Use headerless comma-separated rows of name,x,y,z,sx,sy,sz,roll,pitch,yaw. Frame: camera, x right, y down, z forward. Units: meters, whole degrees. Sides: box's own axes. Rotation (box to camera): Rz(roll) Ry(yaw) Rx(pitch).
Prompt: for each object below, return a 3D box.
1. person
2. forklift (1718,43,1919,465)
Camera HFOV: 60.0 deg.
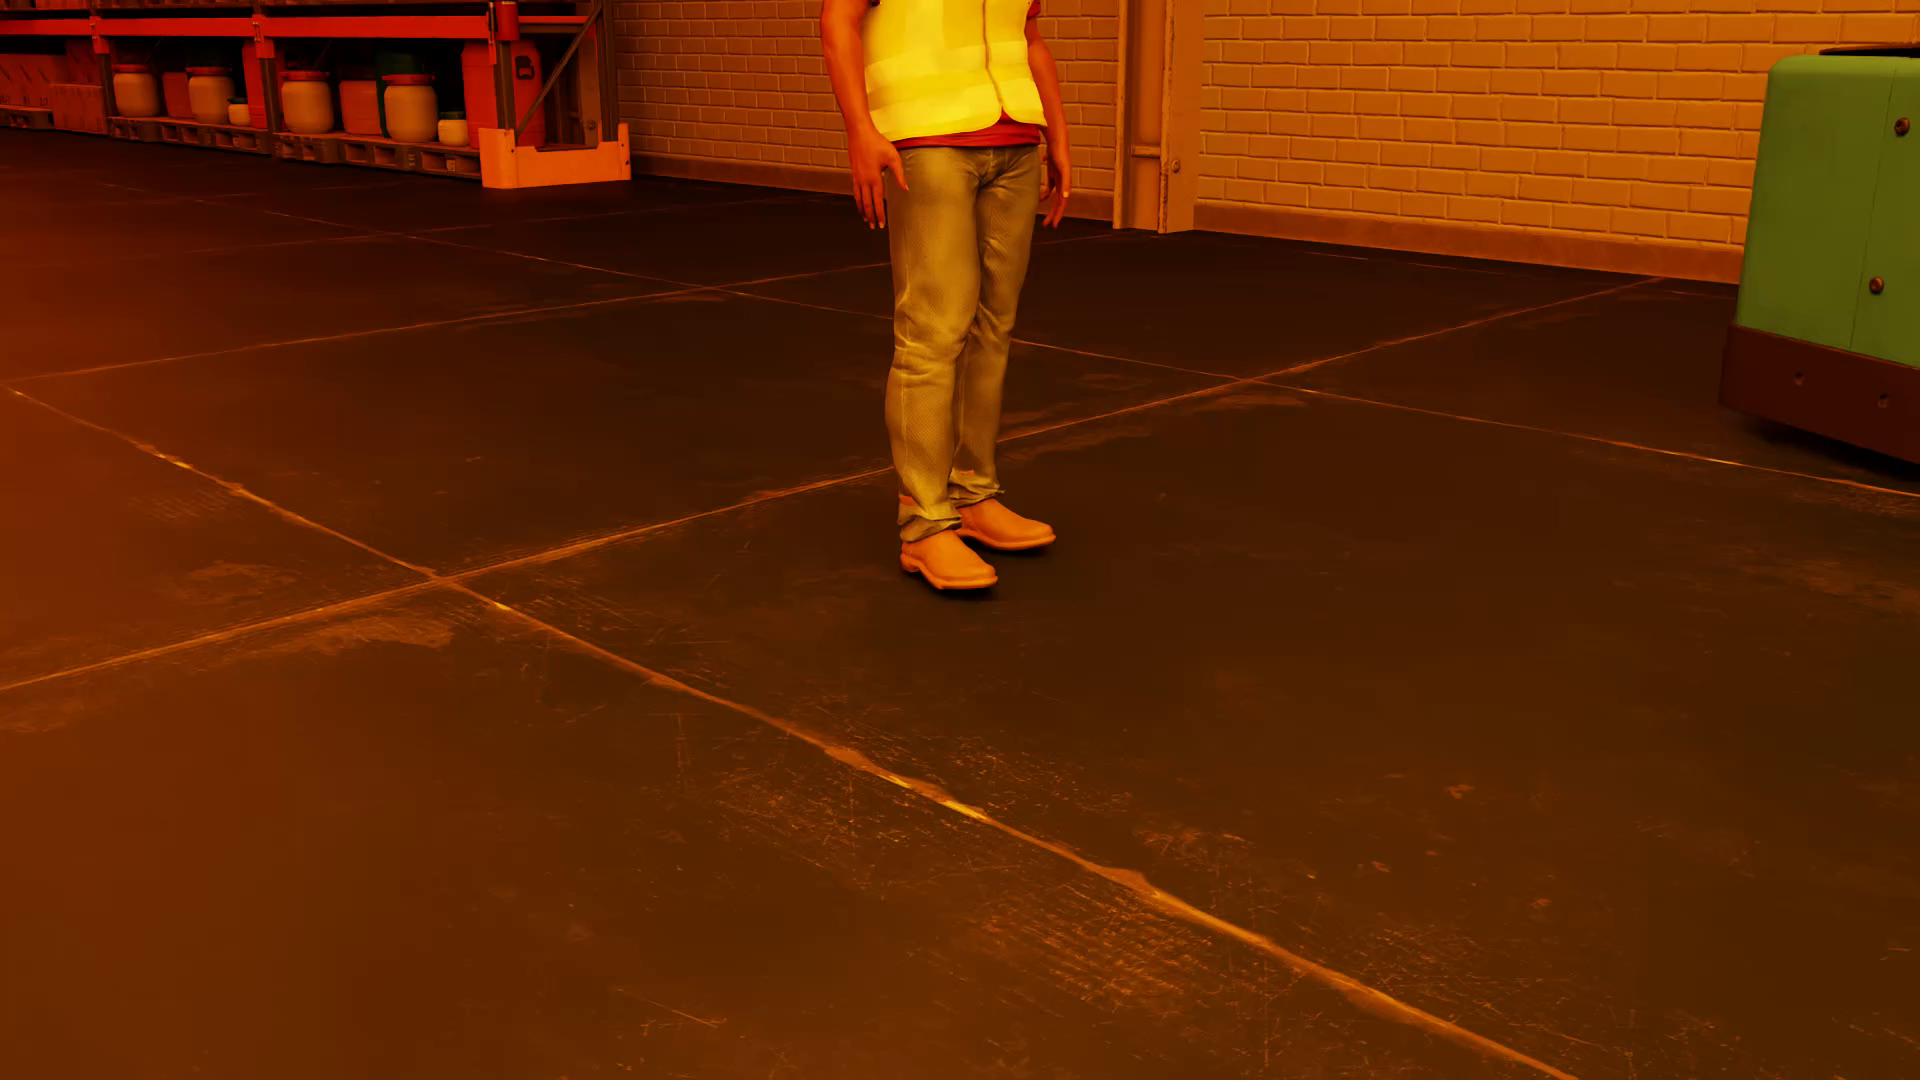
person,0.047,-0.835,3.582,0.575,1.768,0.666,16,23,42
forklift,3.843,-1.728,4.525,3.031,2.935,1.130,-5,18,-15
